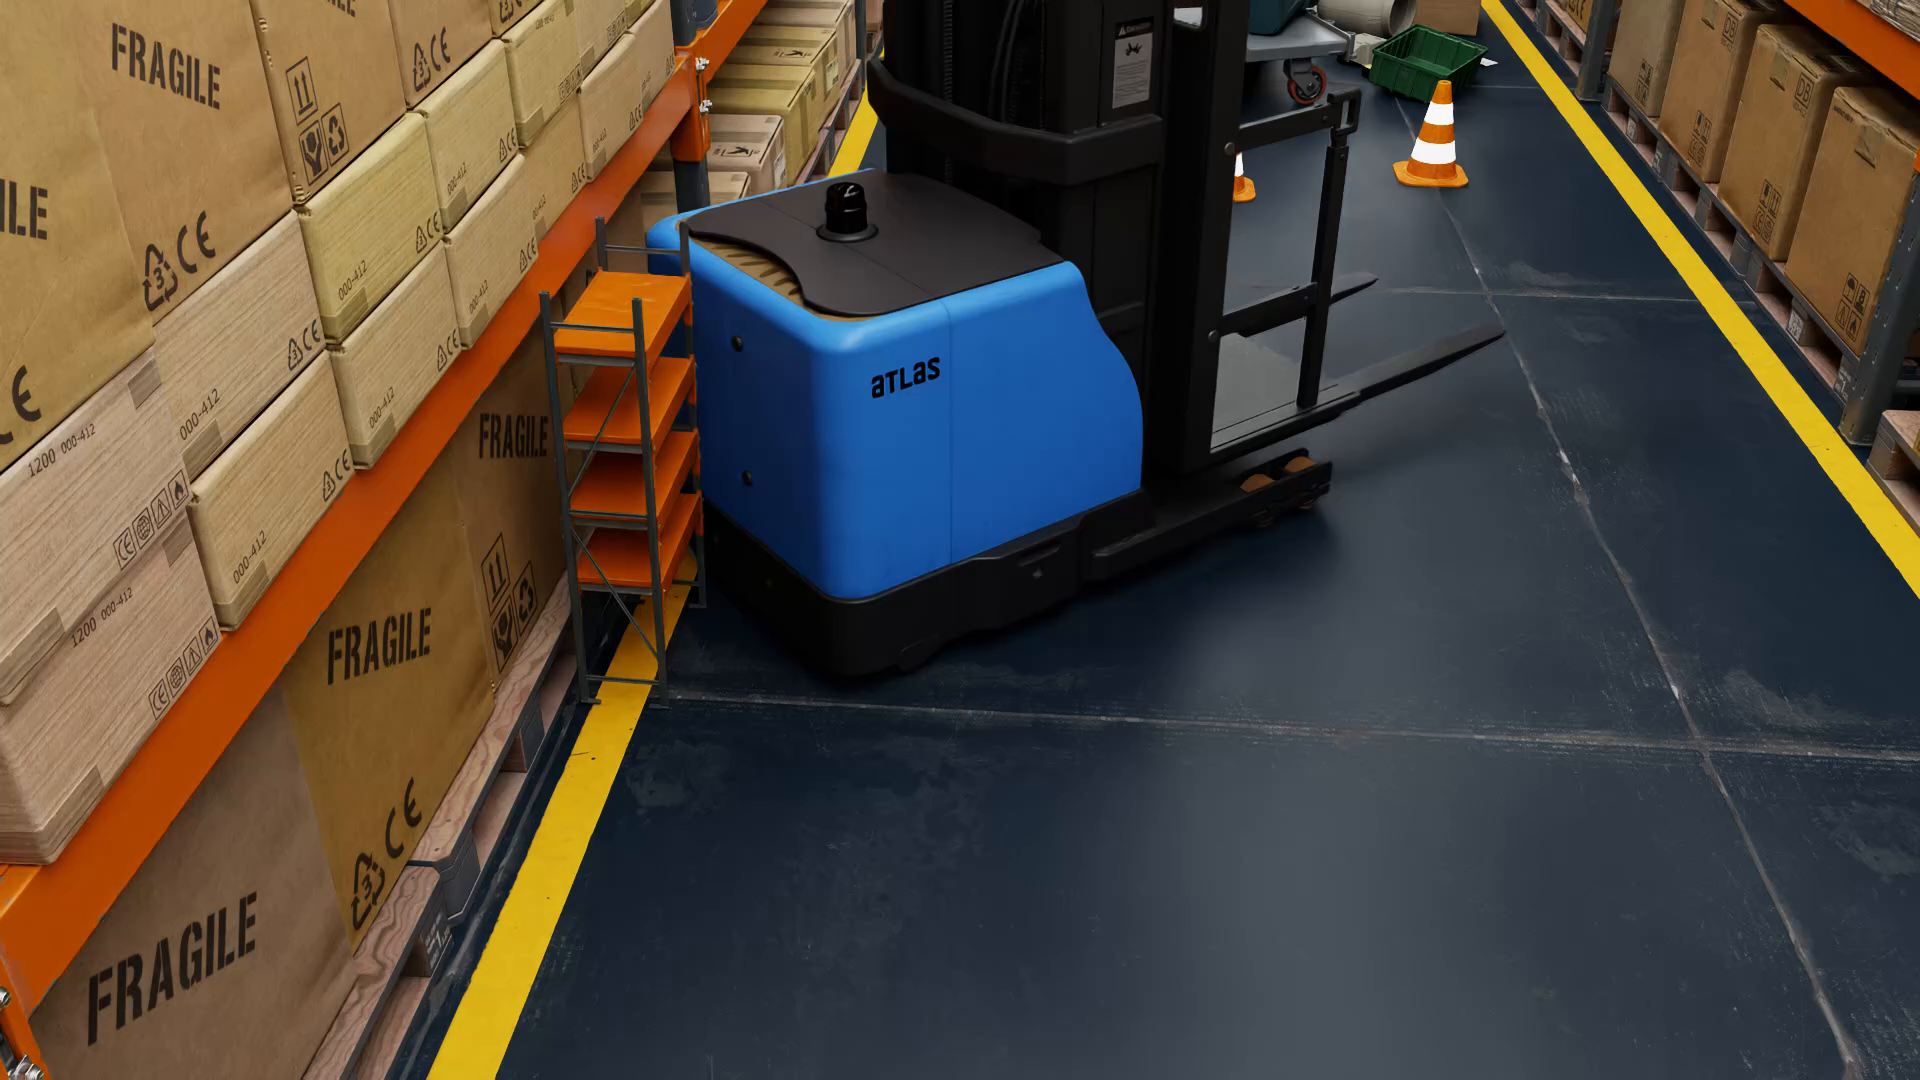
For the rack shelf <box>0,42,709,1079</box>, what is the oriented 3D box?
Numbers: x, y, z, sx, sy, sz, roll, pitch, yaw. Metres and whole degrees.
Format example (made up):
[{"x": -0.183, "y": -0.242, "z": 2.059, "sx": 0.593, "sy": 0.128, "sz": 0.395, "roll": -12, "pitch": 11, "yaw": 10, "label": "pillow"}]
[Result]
[{"x": -1.515, "y": -0.414, "z": 3.749, "sx": 1.077, "sy": 0.370, "sz": 4.000, "roll": 2, "pitch": 32, "yaw": 4, "label": "rack shelf"}]

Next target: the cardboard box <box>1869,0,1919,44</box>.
[{"x": 3.359, "y": -1.897, "z": 5.374, "sx": 0.500, "sy": 0.500, "sz": 0.500, "roll": 2, "pitch": 32, "yaw": 4, "label": "cardboard box"}]

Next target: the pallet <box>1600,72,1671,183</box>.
[{"x": 3.928, "y": -2.106, "z": 8.466, "sx": 1.003, "sy": 0.211, "sz": 1.213, "roll": 2, "pitch": 32, "yaw": 4, "label": "pallet"}]

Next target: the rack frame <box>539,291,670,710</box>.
[{"x": -0.886, "y": -0.062, "z": 4.197, "sx": 0.240, "sy": 1.200, "sz": 0.015, "roll": 4, "pitch": 32, "yaw": 3, "label": "rack frame"}]

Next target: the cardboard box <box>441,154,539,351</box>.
[{"x": -1.230, "y": -0.629, "z": 3.554, "sx": 0.500, "sy": 0.250, "sz": 0.500, "roll": 2, "pitch": 32, "yaw": 3, "label": "cardboard box"}]

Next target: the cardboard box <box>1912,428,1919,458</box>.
[{"x": 3.278, "y": -0.363, "z": 4.963, "sx": 0.500, "sy": 0.500, "sz": 0.500, "roll": 1, "pitch": 32, "yaw": 2, "label": "cardboard box"}]

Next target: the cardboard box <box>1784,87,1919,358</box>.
[{"x": 3.729, "y": -1.143, "z": 5.990, "sx": 1.050, "sy": 0.750, "sz": 0.750, "roll": 2, "pitch": 32, "yaw": 3, "label": "cardboard box"}]

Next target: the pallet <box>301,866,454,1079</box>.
[{"x": -1.690, "y": 1.106, "z": 3.255, "sx": 1.003, "sy": 0.211, "sz": 1.213, "roll": 2, "pitch": 32, "yaw": 4, "label": "pallet"}]

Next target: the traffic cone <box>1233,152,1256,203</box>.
[{"x": 1.241, "y": -1.875, "z": 7.852, "sx": 0.336, "sy": 0.463, "sz": 0.334, "roll": 2, "pitch": 32, "yaw": 4, "label": "traffic cone"}]

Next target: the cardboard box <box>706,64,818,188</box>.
[{"x": -1.176, "y": -1.904, "z": 7.585, "sx": 0.950, "sy": 0.372, "sz": 0.625, "roll": 3, "pitch": 32, "yaw": 6, "label": "cardboard box"}]

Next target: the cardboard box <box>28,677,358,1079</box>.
[{"x": -1.707, "y": 0.723, "z": 2.842, "sx": 0.875, "sy": 0.875, "sz": 0.875, "roll": 3, "pitch": 32, "yaw": 6, "label": "cardboard box"}]

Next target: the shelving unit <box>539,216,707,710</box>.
[{"x": -0.866, "y": -0.189, "z": 4.404, "sx": 0.258, "sy": 1.200, "sz": 0.503, "roll": 4, "pitch": 32, "yaw": 3, "label": "shelving unit"}]

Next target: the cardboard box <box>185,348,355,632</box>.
[{"x": -1.338, "y": -0.100, "z": 2.697, "sx": 0.500, "sy": 0.250, "sz": 0.500, "roll": 2, "pitch": 32, "yaw": 3, "label": "cardboard box"}]

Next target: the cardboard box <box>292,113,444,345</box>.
[{"x": -1.278, "y": -0.578, "z": 2.996, "sx": 0.500, "sy": 0.250, "sz": 0.500, "roll": 3, "pitch": 32, "yaw": 5, "label": "cardboard box"}]

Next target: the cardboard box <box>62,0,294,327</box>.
[{"x": -1.341, "y": -0.628, "z": 2.362, "sx": 0.500, "sy": 0.500, "sz": 0.500, "roll": 2, "pitch": 32, "yaw": 4, "label": "cardboard box"}]

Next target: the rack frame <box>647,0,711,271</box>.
[{"x": -1.352, "y": -1.766, "z": 5.257, "sx": 1.000, "sy": 3.000, "sz": 0.127, "roll": 2, "pitch": 32, "yaw": 4, "label": "rack frame"}]

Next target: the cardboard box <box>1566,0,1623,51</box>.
[{"x": 4.037, "y": -3.300, "z": 9.370, "sx": 0.875, "sy": 0.875, "sz": 0.875, "roll": 3, "pitch": 32, "yaw": 5, "label": "cardboard box"}]

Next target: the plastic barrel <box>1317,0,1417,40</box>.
[{"x": 2.479, "y": -3.261, "z": 10.139, "sx": 0.512, "sy": 0.421, "sz": 0.421, "roll": 27, "pitch": 41, "yaw": 37, "label": "plastic barrel"}]

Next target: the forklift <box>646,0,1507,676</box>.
[{"x": 0.587, "y": -1.491, "z": 4.875, "sx": 3.031, "sy": 2.935, "sz": 1.130, "roll": -21, "pitch": 38, "yaw": -31, "label": "forklift"}]

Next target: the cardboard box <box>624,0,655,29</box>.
[{"x": -1.138, "y": -1.651, "z": 4.737, "sx": 0.500, "sy": 0.250, "sz": 0.500, "roll": 2, "pitch": 32, "yaw": 4, "label": "cardboard box"}]

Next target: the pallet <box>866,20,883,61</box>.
[{"x": -1.007, "y": -3.024, "z": 9.955, "sx": 1.003, "sy": 0.211, "sz": 1.213, "roll": 2, "pitch": 32, "yaw": 4, "label": "pallet"}]

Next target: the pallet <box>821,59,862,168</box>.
[{"x": -1.088, "y": -2.264, "z": 8.722, "sx": 1.003, "sy": 0.211, "sz": 1.213, "roll": 2, "pitch": 32, "yaw": 4, "label": "pallet"}]

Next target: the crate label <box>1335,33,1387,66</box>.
[{"x": 2.373, "y": -2.899, "z": 9.823, "sx": 0.298, "sy": 0.136, "sz": 0.250, "roll": -20, "pitch": 37, "yaw": -29, "label": "crate label"}]

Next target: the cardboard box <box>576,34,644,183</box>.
[{"x": -1.160, "y": -1.159, "z": 4.415, "sx": 0.500, "sy": 0.250, "sz": 0.500, "roll": 3, "pitch": 32, "yaw": 5, "label": "cardboard box"}]

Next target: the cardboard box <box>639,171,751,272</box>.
[{"x": -1.296, "y": -1.122, "z": 6.315, "sx": 0.950, "sy": 0.372, "sz": 0.625, "roll": 0, "pitch": 32, "yaw": 1, "label": "cardboard box"}]

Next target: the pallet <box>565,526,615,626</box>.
[{"x": -1.491, "y": -0.170, "z": 5.325, "sx": 1.003, "sy": 0.211, "sz": 1.213, "roll": 2, "pitch": 32, "yaw": 4, "label": "pallet"}]

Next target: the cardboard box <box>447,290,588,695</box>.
[{"x": -1.568, "y": -0.217, "z": 4.368, "sx": 0.875, "sy": 0.875, "sz": 0.875, "roll": 3, "pitch": 32, "yaw": 5, "label": "cardboard box"}]

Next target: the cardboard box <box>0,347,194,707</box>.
[{"x": -1.361, "y": -0.042, "z": 2.125, "sx": 0.500, "sy": 0.250, "sz": 0.500, "roll": 2, "pitch": 32, "yaw": 3, "label": "cardboard box"}]

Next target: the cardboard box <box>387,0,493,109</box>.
[{"x": -1.262, "y": -1.161, "z": 3.226, "sx": 0.500, "sy": 0.500, "sz": 0.500, "roll": 2, "pitch": 32, "yaw": 3, "label": "cardboard box"}]

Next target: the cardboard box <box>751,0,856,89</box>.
[{"x": -1.066, "y": -2.644, "z": 8.785, "sx": 0.950, "sy": 0.372, "sz": 0.625, "roll": 3, "pitch": 32, "yaw": 5, "label": "cardboard box"}]

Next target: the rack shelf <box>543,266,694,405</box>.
[{"x": -0.851, "y": -0.523, "z": 4.197, "sx": 0.258, "sy": 0.148, "sz": 0.480, "roll": 4, "pitch": 32, "yaw": 3, "label": "rack shelf"}]

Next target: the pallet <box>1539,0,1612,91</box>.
[{"x": 4.056, "y": -2.907, "z": 9.765, "sx": 1.003, "sy": 0.211, "sz": 1.213, "roll": 2, "pitch": 32, "yaw": 4, "label": "pallet"}]

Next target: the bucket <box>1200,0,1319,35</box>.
[{"x": 1.629, "y": -3.123, "z": 9.129, "sx": 0.726, "sy": 0.611, "sz": 0.620, "roll": 14, "pitch": 44, "yaw": 21, "label": "bucket"}]

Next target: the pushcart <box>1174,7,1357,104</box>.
[{"x": 1.250, "y": -2.670, "z": 9.224, "sx": 1.648, "sy": 0.377, "sz": 0.936, "roll": -8, "pitch": 33, "yaw": -13, "label": "pushcart"}]

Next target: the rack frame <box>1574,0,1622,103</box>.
[{"x": 3.916, "y": -3.699, "z": 8.394, "sx": 1.000, "sy": 3.000, "sz": 0.127, "roll": 2, "pitch": 32, "yaw": 4, "label": "rack frame"}]

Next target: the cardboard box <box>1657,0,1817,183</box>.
[{"x": 3.873, "y": -2.088, "z": 7.523, "sx": 1.050, "sy": 0.750, "sz": 0.750, "roll": 2, "pitch": 32, "yaw": 4, "label": "cardboard box"}]

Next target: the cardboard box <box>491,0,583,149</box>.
[{"x": -1.197, "y": -1.114, "z": 3.866, "sx": 0.500, "sy": 0.250, "sz": 0.500, "roll": 2, "pitch": 32, "yaw": 3, "label": "cardboard box"}]

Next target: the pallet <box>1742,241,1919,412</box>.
[{"x": 3.729, "y": -0.830, "z": 6.395, "sx": 1.003, "sy": 0.211, "sz": 1.213, "roll": 2, "pitch": 32, "yaw": 4, "label": "pallet"}]

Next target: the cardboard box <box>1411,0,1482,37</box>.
[{"x": 3.019, "y": -3.492, "z": 10.437, "sx": 0.500, "sy": 0.500, "sz": 0.500, "roll": 8, "pitch": 32, "yaw": 12, "label": "cardboard box"}]

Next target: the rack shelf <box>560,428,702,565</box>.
[{"x": -0.868, "y": -0.132, "z": 4.440, "sx": 0.258, "sy": 0.148, "sz": 0.480, "roll": 4, "pitch": 32, "yaw": 3, "label": "rack shelf"}]
